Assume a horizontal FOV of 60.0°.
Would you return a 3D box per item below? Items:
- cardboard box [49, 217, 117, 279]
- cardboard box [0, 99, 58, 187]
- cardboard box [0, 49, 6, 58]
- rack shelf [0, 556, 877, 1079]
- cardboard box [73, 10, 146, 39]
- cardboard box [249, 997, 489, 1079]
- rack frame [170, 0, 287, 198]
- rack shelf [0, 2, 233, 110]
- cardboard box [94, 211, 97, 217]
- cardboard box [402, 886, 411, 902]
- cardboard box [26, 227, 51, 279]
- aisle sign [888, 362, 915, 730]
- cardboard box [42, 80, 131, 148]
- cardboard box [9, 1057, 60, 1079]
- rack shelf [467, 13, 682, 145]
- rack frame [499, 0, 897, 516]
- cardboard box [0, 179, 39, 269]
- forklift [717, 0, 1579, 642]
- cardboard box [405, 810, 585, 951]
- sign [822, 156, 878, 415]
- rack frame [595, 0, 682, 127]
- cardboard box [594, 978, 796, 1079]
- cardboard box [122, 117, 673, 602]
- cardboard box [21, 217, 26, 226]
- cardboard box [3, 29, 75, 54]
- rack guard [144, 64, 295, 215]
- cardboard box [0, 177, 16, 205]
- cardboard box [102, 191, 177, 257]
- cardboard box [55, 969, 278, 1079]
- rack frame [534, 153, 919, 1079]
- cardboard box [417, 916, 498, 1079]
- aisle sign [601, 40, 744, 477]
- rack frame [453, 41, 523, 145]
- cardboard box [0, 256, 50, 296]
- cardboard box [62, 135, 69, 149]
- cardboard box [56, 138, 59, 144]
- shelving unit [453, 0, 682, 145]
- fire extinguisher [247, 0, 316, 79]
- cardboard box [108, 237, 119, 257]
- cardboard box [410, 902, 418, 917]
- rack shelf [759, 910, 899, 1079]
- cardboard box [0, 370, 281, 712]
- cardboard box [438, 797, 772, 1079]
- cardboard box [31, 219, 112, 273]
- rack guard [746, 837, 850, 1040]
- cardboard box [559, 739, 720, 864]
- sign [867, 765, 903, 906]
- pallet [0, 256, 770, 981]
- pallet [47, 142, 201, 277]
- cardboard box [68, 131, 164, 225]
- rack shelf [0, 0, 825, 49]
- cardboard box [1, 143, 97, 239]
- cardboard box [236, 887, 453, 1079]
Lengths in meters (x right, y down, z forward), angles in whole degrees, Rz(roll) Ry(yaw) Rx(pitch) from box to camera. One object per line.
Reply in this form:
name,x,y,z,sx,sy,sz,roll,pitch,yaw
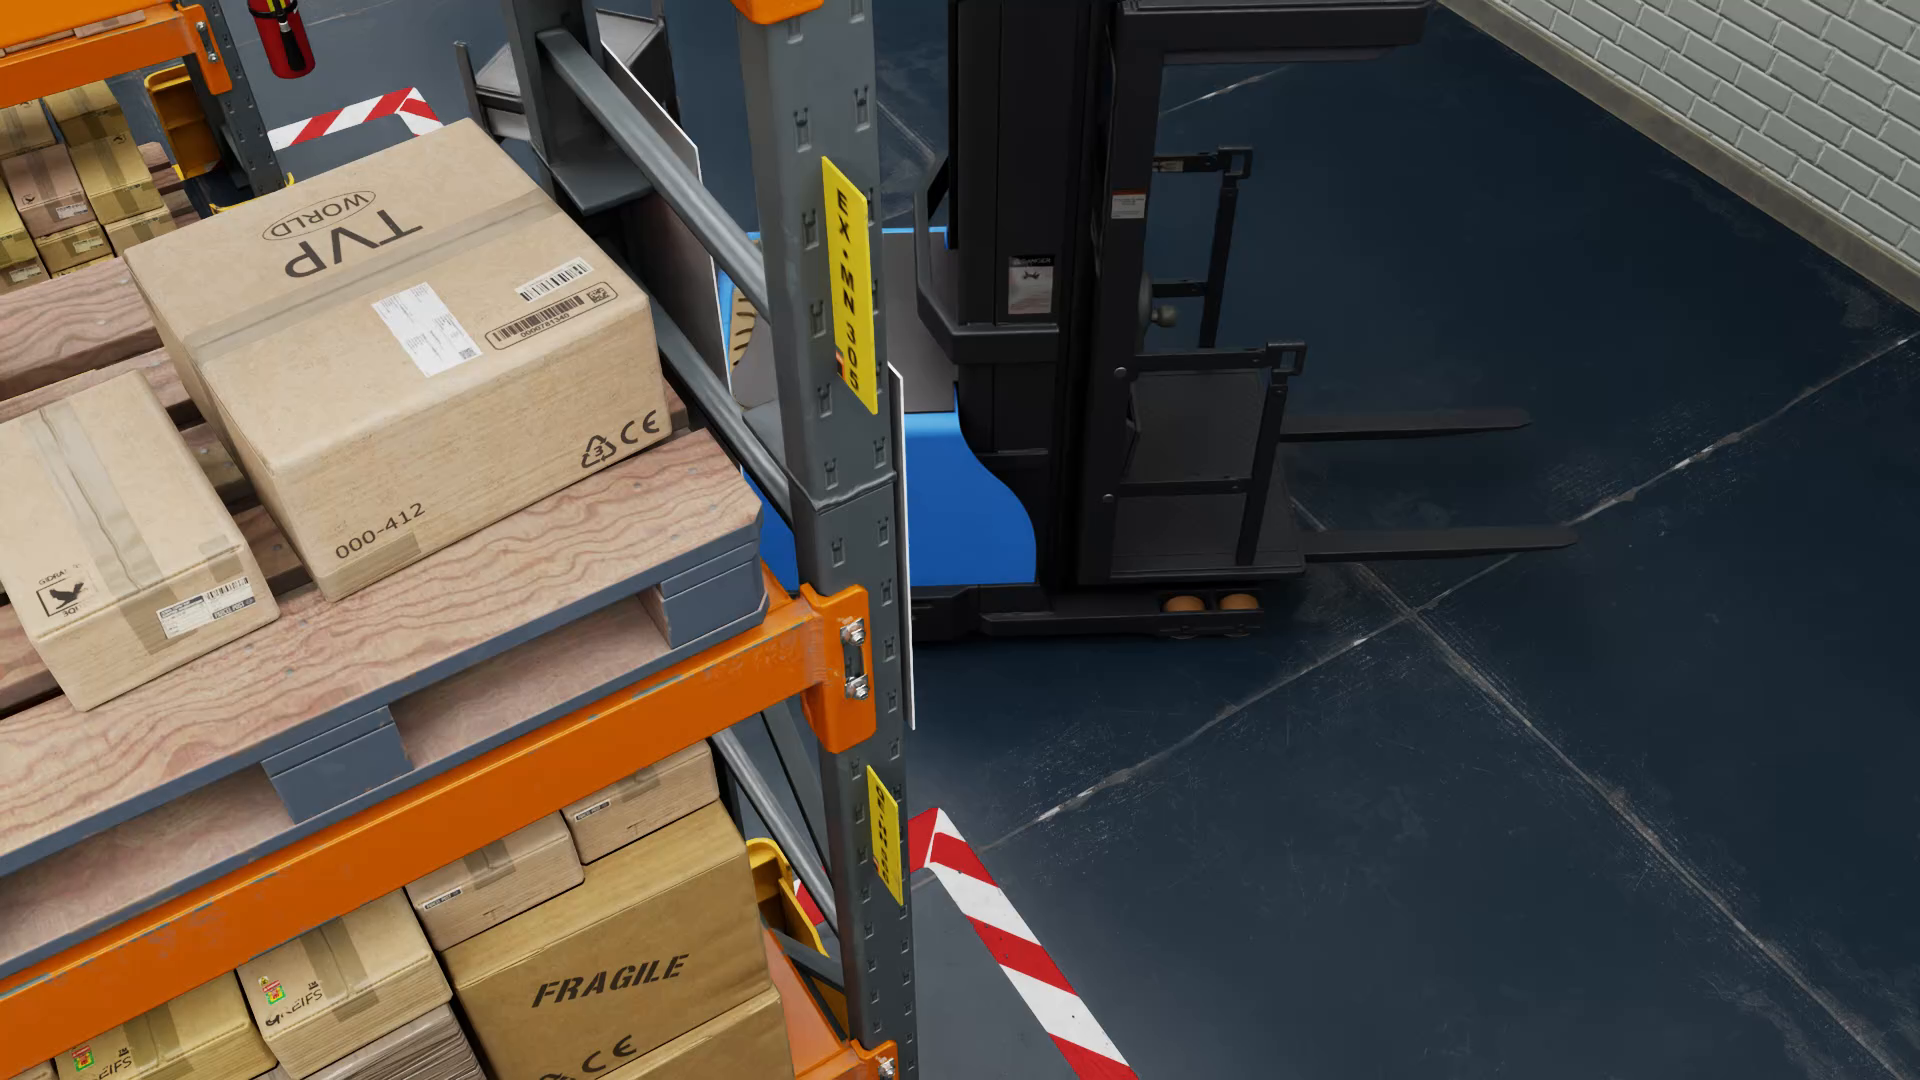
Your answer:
cardboard box,-3.632,-1.145,6.889,0.250,0.149,0.380,-24,52,-20
cardboard box,-3.928,-1.671,6.959,0.250,0.149,0.380,-24,53,-20
cardboard box,-3.694,-1.885,6.088,0.250,0.149,0.380,-26,53,-21
rack shelf,-2.099,0.663,2.124,4.000,0.370,1.077,-25,53,-21
cardboard box,-3.259,-2.069,6.253,0.250,0.149,0.380,-25,53,-21
cardboard box,-1.115,0.828,2.767,0.500,0.500,0.500,-25,53,-21
rack frame,-3.134,-2.461,6.433,0.127,3.000,1.000,-25,53,-21
rack shelf,-4.826,-1.425,5.992,4.000,0.370,1.077,-25,53,-21
cardboard box,-3.926,-1.490,7.196,0.250,0.149,0.380,-25,53,-21
cardboard box,-1.399,0.481,3.077,0.500,0.500,0.500,-27,54,-22
cardboard box,-3.901,-1.094,6.844,0.250,0.149,0.380,-25,53,-21
aisle sign,-0.181,-0.073,2.565,0.004,0.787,0.394,-25,53,-21
cardboard box,-3.759,-1.857,7.124,0.250,0.149,0.380,-27,54,-22
cardboard box,-1.473,0.719,2.430,0.250,0.149,0.380,-26,53,-21
rack shelf,-1.156,-1.284,5.069,0.431,0.518,0.480,14,50,12
rack frame,-0.407,-1.370,1.445,0.127,3.000,1.000,-25,53,-21
cardboard box,-3.841,-1.233,6.568,0.250,0.149,0.380,-26,53,-22
forklift,0.687,-1.019,5.194,3.031,2.935,1.130,-2,48,-2
cardboard box,-0.806,0.429,2.688,0.250,0.149,0.380,-24,53,-20
sign,-0.130,-0.293,1.954,0.005,0.325,0.100,-25,53,-21
rack frame,-1.077,-1.000,5.735,0.400,2.100,0.015,14,50,12
cardboard box,-0.674,0.951,3.328,0.500,0.500,0.500,-25,53,-21
cardboard box,-0.740,-0.260,2.216,0.500,0.250,0.500,-30,55,-24
cardboard box,-4.132,-1.387,7.104,0.250,0.149,0.380,-25,53,-20
cardboard box,-3.490,-1.994,6.185,0.250,0.149,0.380,-25,53,-21
rack guard,-3.198,-1.600,7.340,0.348,0.500,1.175,-25,53,-21
cardboard box,-4.136,-1.478,6.987,0.250,0.149,0.380,-25,53,-20
cardboard box,-3.428,-1.361,6.882,0.250,0.149,0.380,-27,53,-22
cardboard box,-1.214,0.659,2.483,0.250,0.149,0.380,-24,53,-20
rack frame,-0.407,0.625,3.685,0.127,3.000,1.000,-25,53,-21
cardboard box,-1.107,1.141,3.158,0.500,0.500,0.500,-26,53,-22
aisle sign,-0.501,-0.452,2.903,0.004,0.787,0.394,-25,53,-21
rack frame,-1.236,-0.656,5.428,0.400,2.100,0.015,14,50,12
cardboard box,-3.867,-1.153,6.697,0.250,0.149,0.380,-27,54,-22
cardboard box,-3.714,-1.705,7.189,0.250,0.149,0.380,-23,52,-19
cardboard box,-3.976,-1.632,7.123,0.250,0.149,0.380,-25,53,-21
shelving unit,-1.156,-0.828,5.581,0.431,2.100,0.503,14,50,12
fire extinguisher,-2.675,-2.121,6.431,0.183,0.674,0.296,-25,53,-21
cardboard box,-3.468,-1.312,7.037,0.250,0.149,0.380,-24,53,-20
cardboard box,-1.380,0.821,3.444,0.500,0.500,0.500,-26,53,-21
rack shelf,-2.099,1.661,3.244,4.000,0.370,1.077,-25,53,-21
cardboard box,-1.052,-0.008,2.060,0.250,0.149,0.380,-29,54,-23
cardboard box,-0.688,0.601,2.969,0.500,0.500,0.500,-24,52,-20
cardboard box,-3.678,-1.291,6.820,0.250,0.149,0.380,-26,53,-22
rack guard,-0.387,1.446,4.627,0.348,0.500,1.175,-25,53,-21
cardboard box,-0.604,0.313,2.792,0.250,0.149,0.380,-25,53,-20
sign,-0.130,0.509,2.854,0.005,0.325,0.100,-25,53,-21
pallet,-1.029,-0.041,2.329,1.213,0.211,1.003,-25,53,-21
pallet,-3.904,-1.202,7.179,1.213,0.211,1.003,-25,53,-21
cardboard box,-3.447,-1.480,6.789,0.250,0.149,0.380,-25,53,-20
rack shelf,-2.099,-0.201,1.153,4.000,0.370,1.077,-25,53,-21
cardboard box,-3.690,-1.416,6.732,0.250,0.149,0.380,-24,53,-20
cardboard box,-0.979,0.585,2.550,0.250,0.149,0.380,-26,53,-21
